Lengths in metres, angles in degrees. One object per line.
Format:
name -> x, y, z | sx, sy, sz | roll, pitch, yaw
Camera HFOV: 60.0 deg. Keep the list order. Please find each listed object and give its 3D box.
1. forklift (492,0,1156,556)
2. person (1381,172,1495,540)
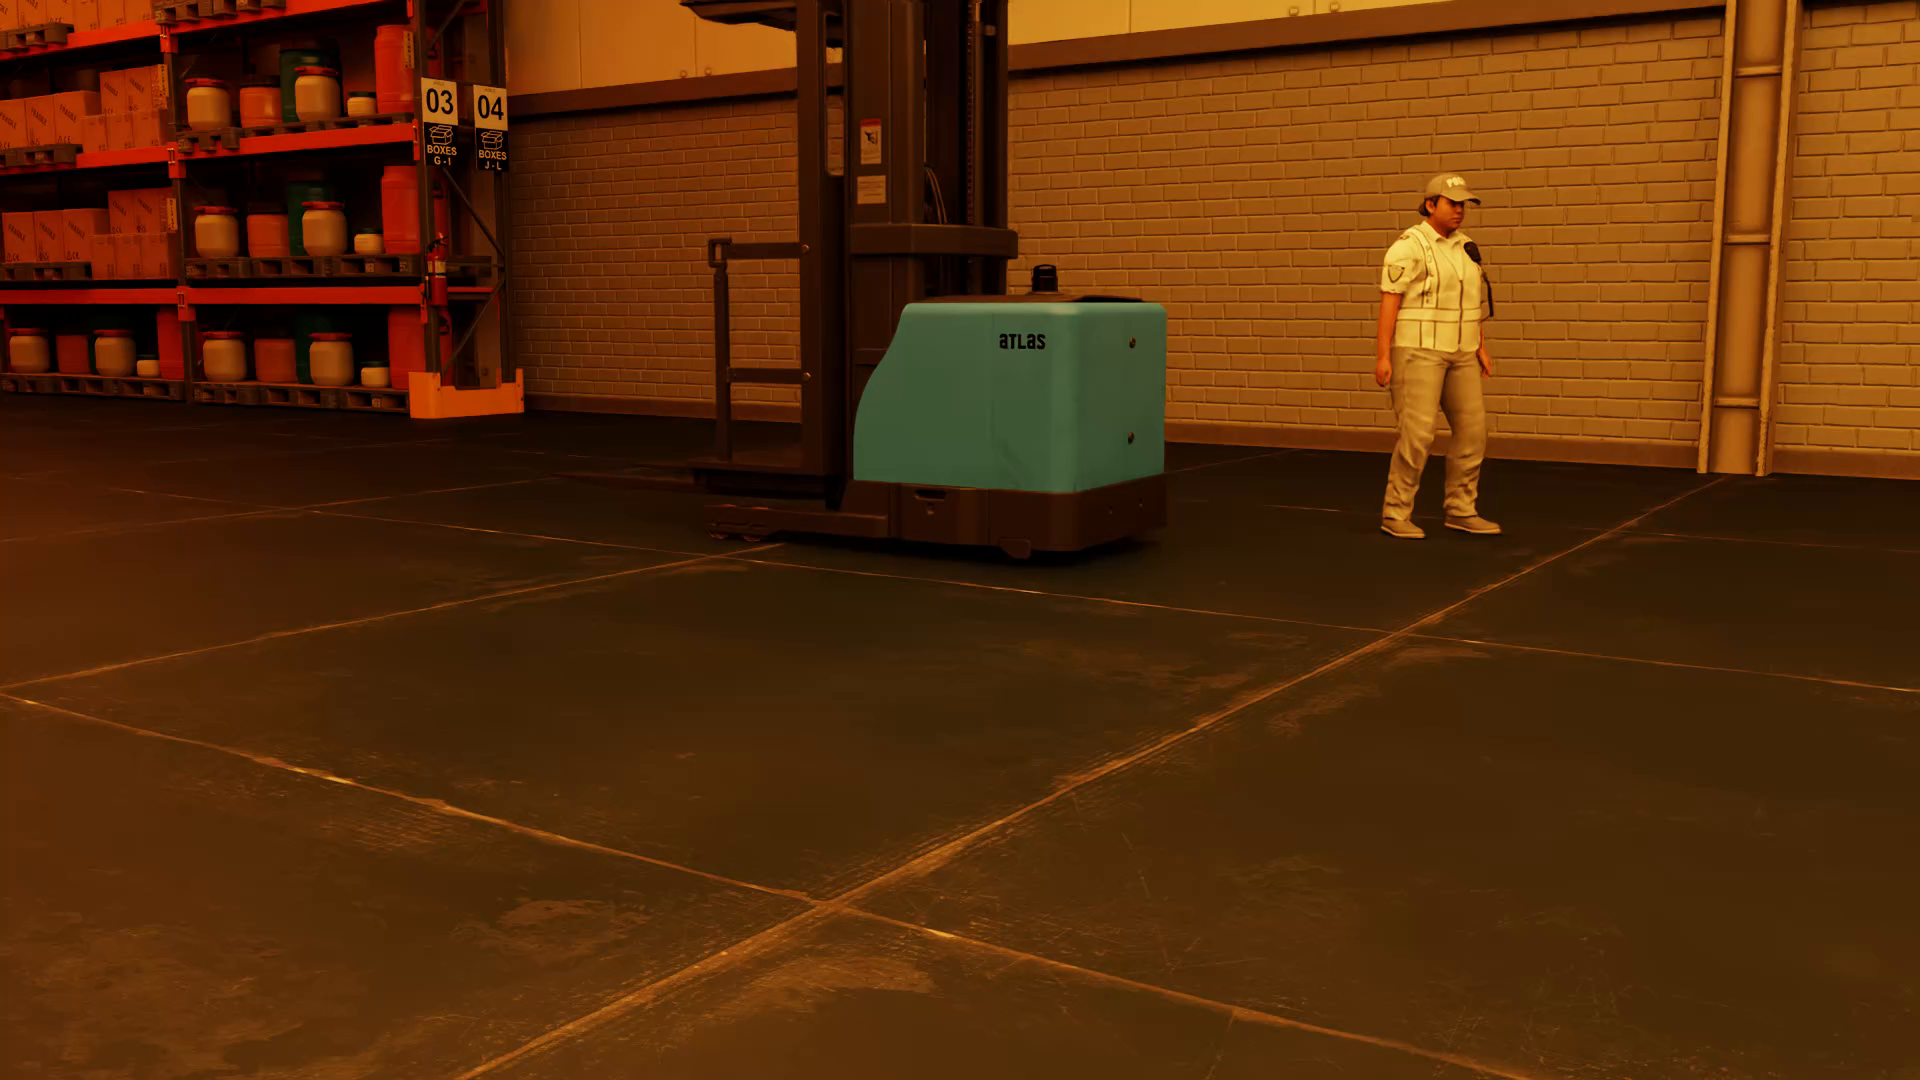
forklift -> -0.660, -1.476, 7.574 | 3.031, 2.935, 1.130 | 2, 8, 15
person -> 2.199, -0.850, 7.686 | 0.529, 1.662, 0.389 | -4, 9, -27
